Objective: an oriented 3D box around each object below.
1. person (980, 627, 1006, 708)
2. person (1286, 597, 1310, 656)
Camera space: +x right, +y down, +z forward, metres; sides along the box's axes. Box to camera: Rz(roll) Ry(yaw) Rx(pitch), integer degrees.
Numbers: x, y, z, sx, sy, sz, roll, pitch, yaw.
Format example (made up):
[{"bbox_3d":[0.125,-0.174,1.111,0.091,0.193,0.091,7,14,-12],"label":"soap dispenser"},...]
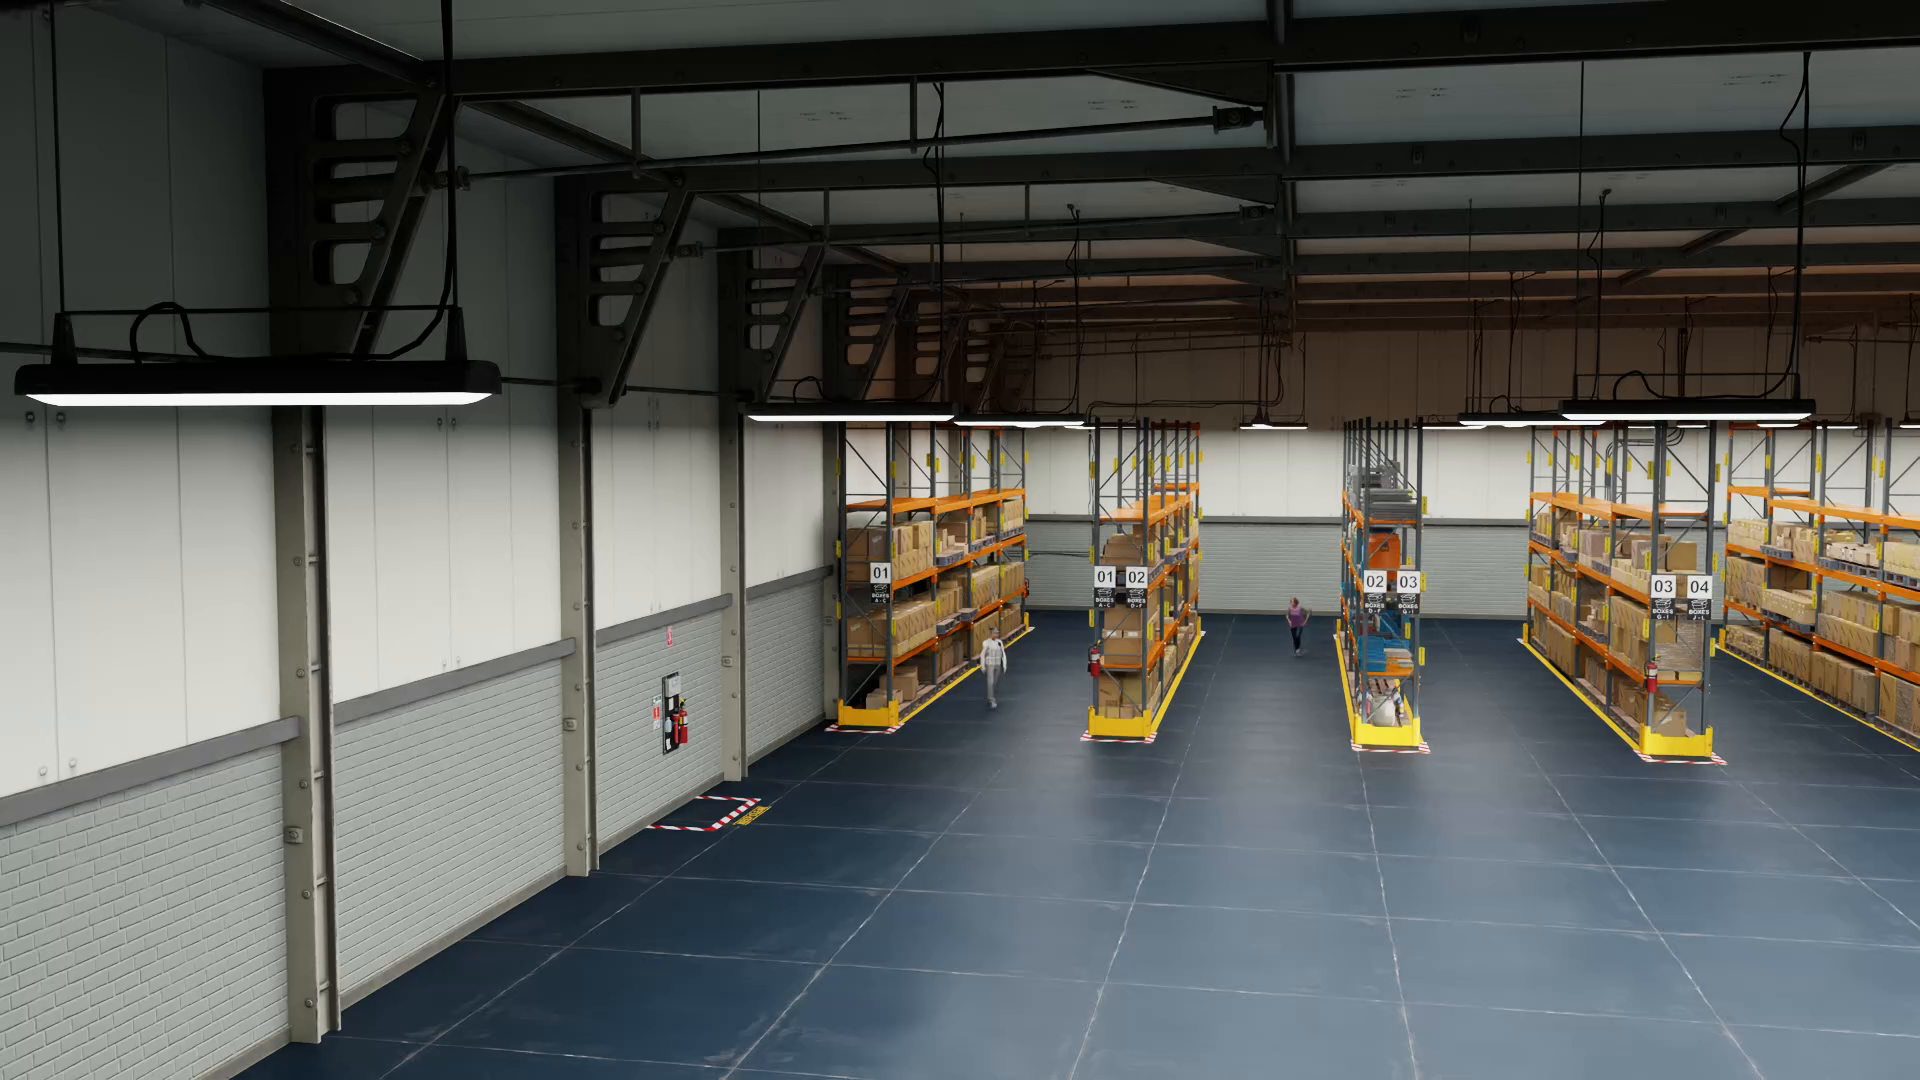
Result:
[{"bbox_3d":[0.718,2.629,34.716,0.520,1.644,0.833,-2,4,-29],"label":"person"},{"bbox_3d":[8.617,2.198,42.375,0.595,1.515,0.787,2,4,23],"label":"person"}]
